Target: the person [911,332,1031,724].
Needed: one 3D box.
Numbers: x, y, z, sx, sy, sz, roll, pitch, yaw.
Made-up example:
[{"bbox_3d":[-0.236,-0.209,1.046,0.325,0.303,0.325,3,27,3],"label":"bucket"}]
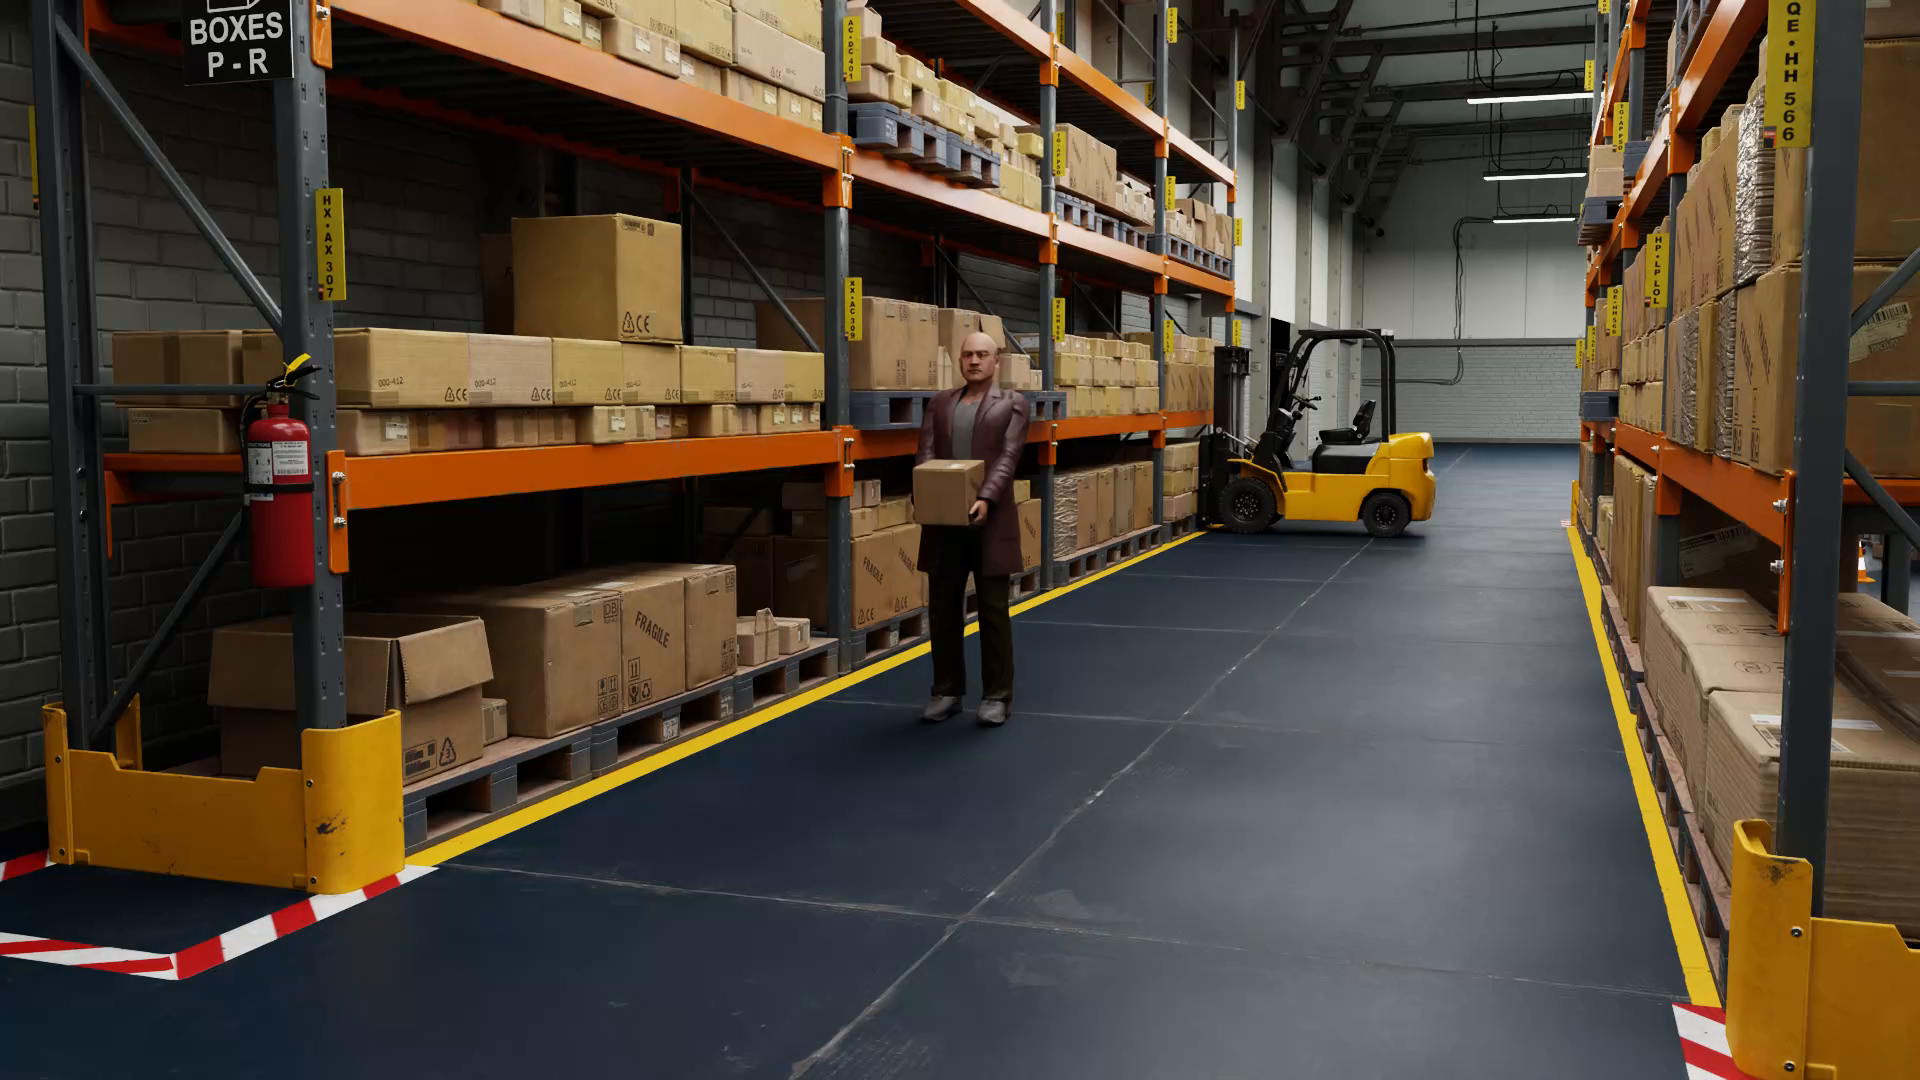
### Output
[{"bbox_3d":[0.021,-0.052,7.539,0.526,1.776,0.554,2,5,20],"label":"person"}]
